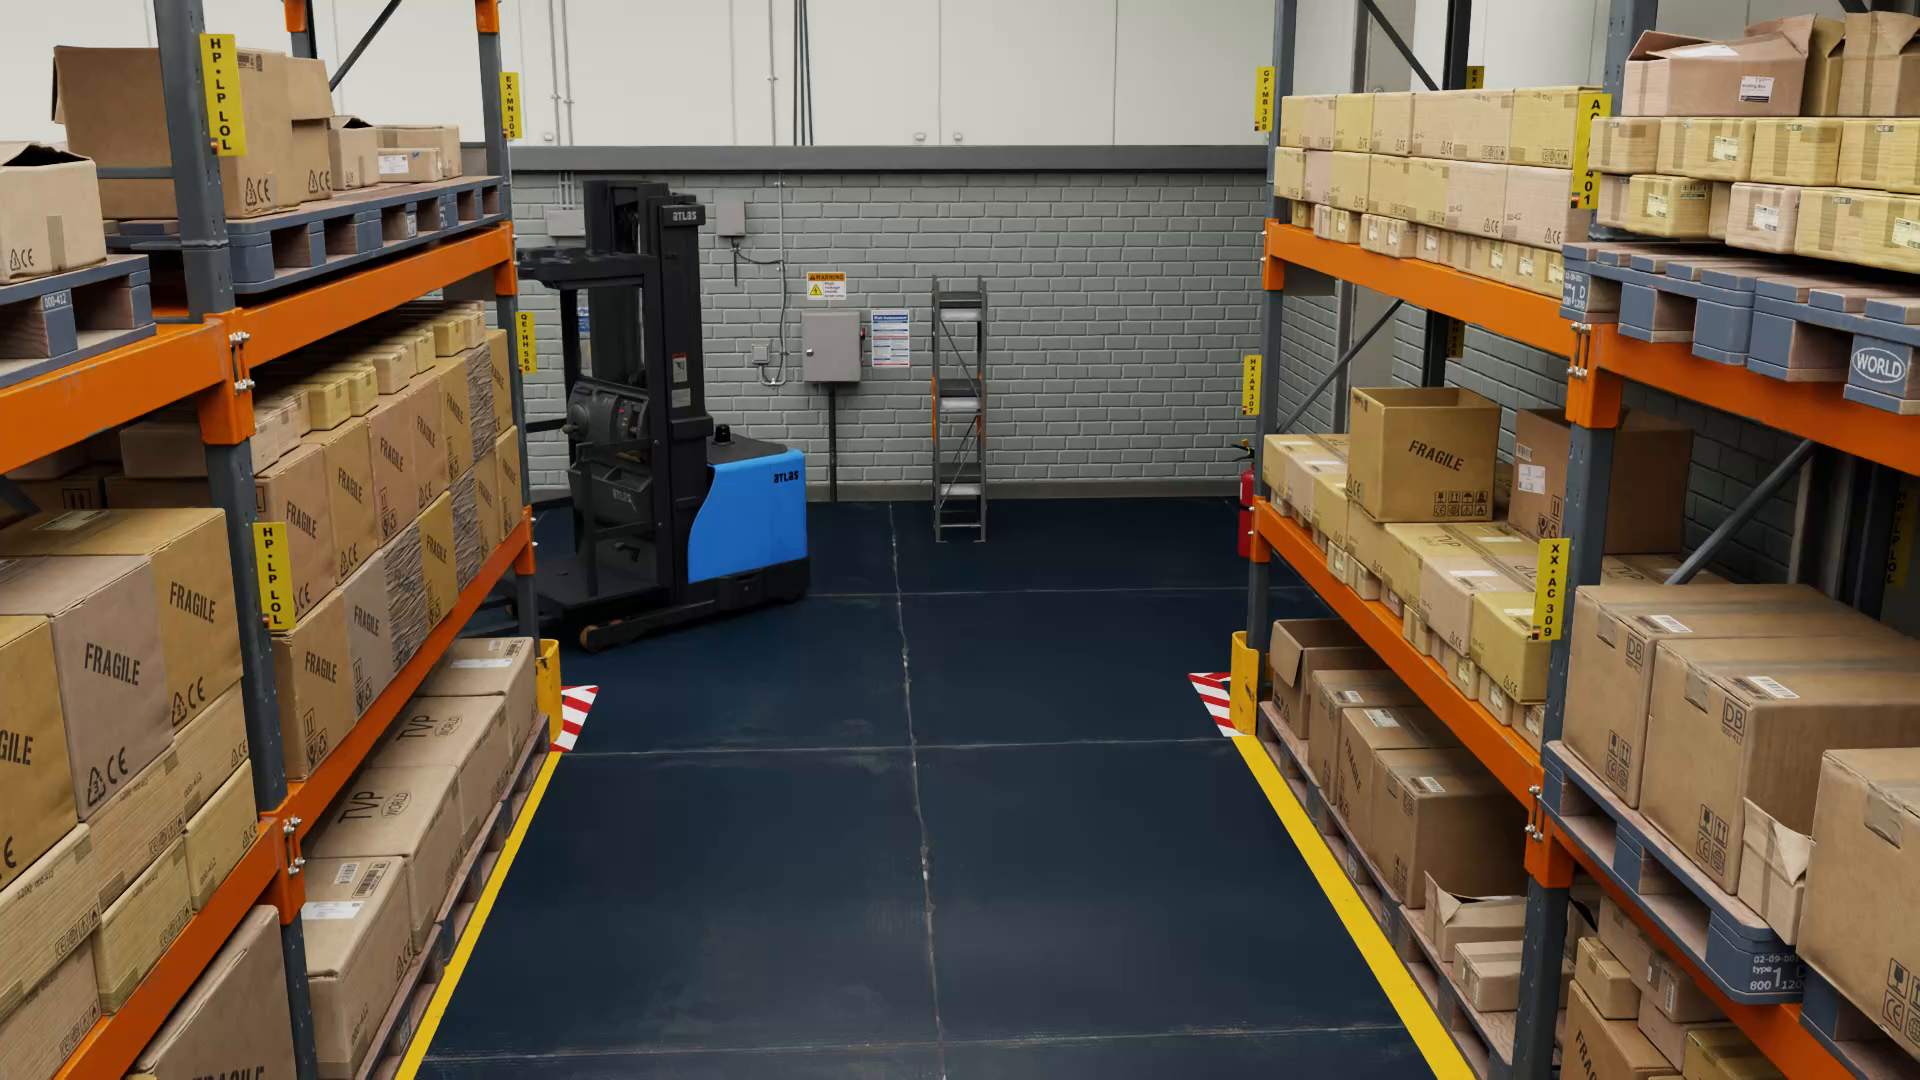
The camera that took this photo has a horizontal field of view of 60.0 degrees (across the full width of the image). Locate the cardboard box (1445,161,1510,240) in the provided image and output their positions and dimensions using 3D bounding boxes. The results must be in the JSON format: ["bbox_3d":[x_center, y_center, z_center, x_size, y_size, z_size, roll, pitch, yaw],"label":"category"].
[{"bbox_3d":[2.057,-1.206,5.879,0.500,0.250,0.500,-1,14,-5],"label":"cardboard box"}]

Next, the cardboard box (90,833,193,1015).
[{"bbox_3d":[-2.264,0.948,4.124,0.500,0.250,0.500,-1,14,-4],"label":"cardboard box"}]

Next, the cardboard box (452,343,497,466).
[{"bbox_3d":[-2.493,-0.641,7.791,0.500,0.500,0.500,-1,14,-3],"label":"cardboard box"}]

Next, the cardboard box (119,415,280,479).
[{"bbox_3d":[-2.335,-0.289,5.119,0.380,0.149,0.250,-1,14,-4],"label":"cardboard box"}]

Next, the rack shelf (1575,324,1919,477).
[{"bbox_3d":[2.504,-0.044,3.100,1.077,0.370,4.000,-1,14,-3],"label":"rack shelf"}]

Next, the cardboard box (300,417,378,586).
[{"bbox_3d":[-2.387,-0.140,5.843,0.500,0.500,0.500,-1,14,-4],"label":"cardboard box"}]

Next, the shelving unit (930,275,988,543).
[{"bbox_3d":[-0.010,-1.058,13.425,0.431,2.100,0.503,-1,14,-3],"label":"shelving unit"}]

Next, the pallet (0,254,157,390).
[{"bbox_3d":[-2.468,-0.492,3.783,0.805,0.209,1.217,-1,15,-6],"label":"pallet"}]

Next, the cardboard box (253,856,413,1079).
[{"bbox_3d":[-2.506,1.520,5.897,0.875,0.438,0.875,-1,14,-4],"label":"cardboard box"}]

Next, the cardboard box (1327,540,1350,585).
[{"bbox_3d":[1.909,0.097,7.633,0.380,0.149,0.250,-1,14,-5],"label":"cardboard box"}]

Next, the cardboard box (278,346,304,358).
[{"bbox_3d":[-3.010,-0.785,7.050,0.380,0.149,0.250,-1,14,-3],"label":"cardboard box"}]

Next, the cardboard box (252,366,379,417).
[{"bbox_3d":[-2.366,-0.544,6.113,0.380,0.149,0.250,-1,14,-5],"label":"cardboard box"}]

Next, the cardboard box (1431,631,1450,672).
[{"bbox_3d":[2.041,0.415,6.397,0.380,0.149,0.250,-1,14,-2],"label":"cardboard box"}]

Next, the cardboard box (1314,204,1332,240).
[{"bbox_3d":[1.874,-1.487,7.772,0.380,0.149,0.250,-1,14,-2],"label":"cardboard box"}]

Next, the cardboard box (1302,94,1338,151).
[{"bbox_3d":[1.922,-1.957,7.793,0.500,0.250,0.500,-1,14,-4],"label":"cardboard box"}]

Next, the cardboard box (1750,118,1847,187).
[{"bbox_3d":[2.064,-0.890,3.810,0.380,0.149,0.250,-1,14,-4],"label":"cardboard box"}]

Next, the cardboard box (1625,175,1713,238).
[{"bbox_3d":[1.983,-0.874,4.346,0.380,0.149,0.250,-1,14,-3],"label":"cardboard box"}]

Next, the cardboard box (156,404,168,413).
[{"bbox_3d":[-2.824,-0.407,5.580,0.380,0.149,0.250,-1,14,-3],"label":"cardboard box"}]

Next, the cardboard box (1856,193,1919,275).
[{"bbox_3d":[2.074,-0.622,3.365,0.380,0.149,0.250,-1,14,-2],"label":"cardboard box"}]

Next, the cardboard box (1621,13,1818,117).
[{"bbox_3d":[2.050,-1.284,4.510,0.396,0.266,0.258,-1,14,-4],"label":"cardboard box"}]

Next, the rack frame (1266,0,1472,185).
[{"bbox_3d":[2.132,-3.337,8.437,1.000,3.000,0.127,-1,14,-3],"label":"rack frame"}]

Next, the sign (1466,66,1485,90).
[{"bbox_3d":[2.687,-2.317,8.714,0.100,0.325,0.005,-1,14,-3],"label":"sign"}]

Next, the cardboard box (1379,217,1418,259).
[{"bbox_3d":[1.938,-1.235,6.791,0.380,0.149,0.250,-1,14,-2],"label":"cardboard box"}]

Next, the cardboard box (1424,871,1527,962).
[{"bbox_3d":[2.030,1.461,6.472,0.396,0.266,0.258,0,14,-1],"label":"cardboard box"}]

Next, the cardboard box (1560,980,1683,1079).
[{"bbox_3d":[2.185,1.694,5.096,0.500,0.500,0.500,0,14,-1],"label":"cardboard box"}]

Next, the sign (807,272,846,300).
[{"bbox_3d":[-1.157,-2.203,14.411,0.339,0.242,0.001,-1,14,-3],"label":"sign"}]

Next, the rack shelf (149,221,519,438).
[{"bbox_3d":[-2.698,-0.961,6.665,1.077,0.370,4.000,-1,14,-3],"label":"rack shelf"}]

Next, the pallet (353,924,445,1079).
[{"bbox_3d":[-2.543,1.801,6.103,1.003,0.211,1.213,-1,14,-3],"label":"pallet"}]

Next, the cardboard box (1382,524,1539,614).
[{"bbox_3d":[2.041,0.120,6.743,0.500,0.250,0.500,-1,14,-4],"label":"cardboard box"}]

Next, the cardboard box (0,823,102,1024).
[{"bbox_3d":[-2.228,0.830,3.578,0.500,0.250,0.500,-1,14,-2],"label":"cardboard box"}]

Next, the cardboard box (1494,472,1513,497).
[{"bbox_3d":[2.482,-0.141,7.760,0.500,0.250,0.500,0,14,-2],"label":"cardboard box"}]

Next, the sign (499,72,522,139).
[{"bbox_3d":[-2.279,-2.202,8.428,0.100,0.325,0.005,-1,14,-3],"label":"sign"}]

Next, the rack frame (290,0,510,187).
[{"bbox_3d":[-2.822,-3.259,8.135,1.000,3.000,0.127,-1,14,-3],"label":"rack frame"}]

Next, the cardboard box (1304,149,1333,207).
[{"bbox_3d":[1.939,-1.715,7.857,0.500,0.250,0.500,-1,14,-2],"label":"cardboard box"}]

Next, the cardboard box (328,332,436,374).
[{"bbox_3d":[-2.466,-0.798,7.100,0.380,0.149,0.250,-1,14,-2],"label":"cardboard box"}]

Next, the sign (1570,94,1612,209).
[{"bbox_3d":[1.839,-1.130,4.840,0.100,0.325,0.005,-1,14,-3],"label":"sign"}]

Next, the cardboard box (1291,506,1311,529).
[{"bbox_3d":[1.941,-0.161,8.638,0.380,0.149,0.250,-1,14,-2],"label":"cardboard box"}]

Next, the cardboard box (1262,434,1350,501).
[{"bbox_3d":[1.891,-0.386,8.711,0.500,0.250,0.500,-1,14,-3],"label":"cardboard box"}]

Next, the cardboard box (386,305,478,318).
[{"bbox_3d":[-2.560,-1.052,8.086,0.380,0.149,0.250,-1,14,-2],"label":"cardboard box"}]

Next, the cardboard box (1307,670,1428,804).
[{"bbox_3d":[2.090,0.942,8.018,0.700,0.500,0.500,0,14,-1],"label":"cardboard box"}]

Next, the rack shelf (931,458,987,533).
[{"bbox_3d":[-0.010,-0.367,13.603,0.431,0.518,0.480,-1,14,-3],"label":"rack shelf"}]

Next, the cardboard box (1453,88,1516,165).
[{"bbox_3d":[2.068,-1.451,5.827,0.500,0.250,0.500,-1,14,-4],"label":"cardboard box"}]

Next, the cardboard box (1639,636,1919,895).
[{"bbox_3d":[2.219,0.564,4.271,0.700,0.500,0.500,-1,14,-3],"label":"cardboard box"}]

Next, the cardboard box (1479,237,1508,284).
[{"bbox_3d":[2.043,-0.981,5.802,0.380,0.149,0.250,0,14,-2],"label":"cardboard box"}]

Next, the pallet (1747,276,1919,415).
[{"bbox_3d":[2.418,-0.377,3.331,1.213,0.211,1.003,-1,14,-3],"label":"pallet"}]

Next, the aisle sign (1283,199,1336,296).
[{"bbox_3d":[1.835,-1.703,8.909,0.394,0.787,0.004,-1,14,-3],"label":"aisle sign"}]

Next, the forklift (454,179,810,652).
[{"bbox_3d":[-2.496,-0.845,10.930,3.031,2.935,1.130,-13,19,-41],"label":"forklift"}]

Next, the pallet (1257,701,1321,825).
[{"bbox_3d":[2.187,1.136,8.688,1.003,0.211,1.213,-1,14,-3],"label":"pallet"}]

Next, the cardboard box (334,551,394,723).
[{"bbox_3d":[-2.369,0.346,5.960,0.500,0.500,0.500,-1,14,-3],"label":"cardboard box"}]

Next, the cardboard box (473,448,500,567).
[{"bbox_3d":[-2.512,-0.162,7.934,0.500,0.500,0.500,-1,14,-5],"label":"cardboard box"}]

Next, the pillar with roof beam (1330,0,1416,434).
[{"bbox_3d":[-1.432,-3.955,10.839,9.100,9.000,0.400,-1,14,-3],"label":"pillar with roof beam"}]

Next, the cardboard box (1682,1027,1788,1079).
[{"bbox_3d":[2.258,1.481,4.623,0.380,0.149,0.250,-2,15,-6],"label":"cardboard box"}]

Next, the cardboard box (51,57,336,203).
[{"bbox_3d":[-2.690,-1.449,5.867,0.797,0.503,0.637,0,14,1],"label":"cardboard box"}]

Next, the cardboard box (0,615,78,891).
[{"bbox_3d":[-2.244,0.470,3.472,0.500,0.500,0.500,0,14,-2],"label":"cardboard box"}]

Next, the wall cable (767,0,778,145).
[{"bbox_3d":[-2.705,-4.681,13.659,2.355,3.000,0.029,-1,14,-3],"label":"wall cable"}]

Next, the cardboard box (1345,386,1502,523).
[{"bbox_3d":[1.985,-0.376,7.168,0.500,0.500,0.500,-1,14,-2],"label":"cardboard box"}]
